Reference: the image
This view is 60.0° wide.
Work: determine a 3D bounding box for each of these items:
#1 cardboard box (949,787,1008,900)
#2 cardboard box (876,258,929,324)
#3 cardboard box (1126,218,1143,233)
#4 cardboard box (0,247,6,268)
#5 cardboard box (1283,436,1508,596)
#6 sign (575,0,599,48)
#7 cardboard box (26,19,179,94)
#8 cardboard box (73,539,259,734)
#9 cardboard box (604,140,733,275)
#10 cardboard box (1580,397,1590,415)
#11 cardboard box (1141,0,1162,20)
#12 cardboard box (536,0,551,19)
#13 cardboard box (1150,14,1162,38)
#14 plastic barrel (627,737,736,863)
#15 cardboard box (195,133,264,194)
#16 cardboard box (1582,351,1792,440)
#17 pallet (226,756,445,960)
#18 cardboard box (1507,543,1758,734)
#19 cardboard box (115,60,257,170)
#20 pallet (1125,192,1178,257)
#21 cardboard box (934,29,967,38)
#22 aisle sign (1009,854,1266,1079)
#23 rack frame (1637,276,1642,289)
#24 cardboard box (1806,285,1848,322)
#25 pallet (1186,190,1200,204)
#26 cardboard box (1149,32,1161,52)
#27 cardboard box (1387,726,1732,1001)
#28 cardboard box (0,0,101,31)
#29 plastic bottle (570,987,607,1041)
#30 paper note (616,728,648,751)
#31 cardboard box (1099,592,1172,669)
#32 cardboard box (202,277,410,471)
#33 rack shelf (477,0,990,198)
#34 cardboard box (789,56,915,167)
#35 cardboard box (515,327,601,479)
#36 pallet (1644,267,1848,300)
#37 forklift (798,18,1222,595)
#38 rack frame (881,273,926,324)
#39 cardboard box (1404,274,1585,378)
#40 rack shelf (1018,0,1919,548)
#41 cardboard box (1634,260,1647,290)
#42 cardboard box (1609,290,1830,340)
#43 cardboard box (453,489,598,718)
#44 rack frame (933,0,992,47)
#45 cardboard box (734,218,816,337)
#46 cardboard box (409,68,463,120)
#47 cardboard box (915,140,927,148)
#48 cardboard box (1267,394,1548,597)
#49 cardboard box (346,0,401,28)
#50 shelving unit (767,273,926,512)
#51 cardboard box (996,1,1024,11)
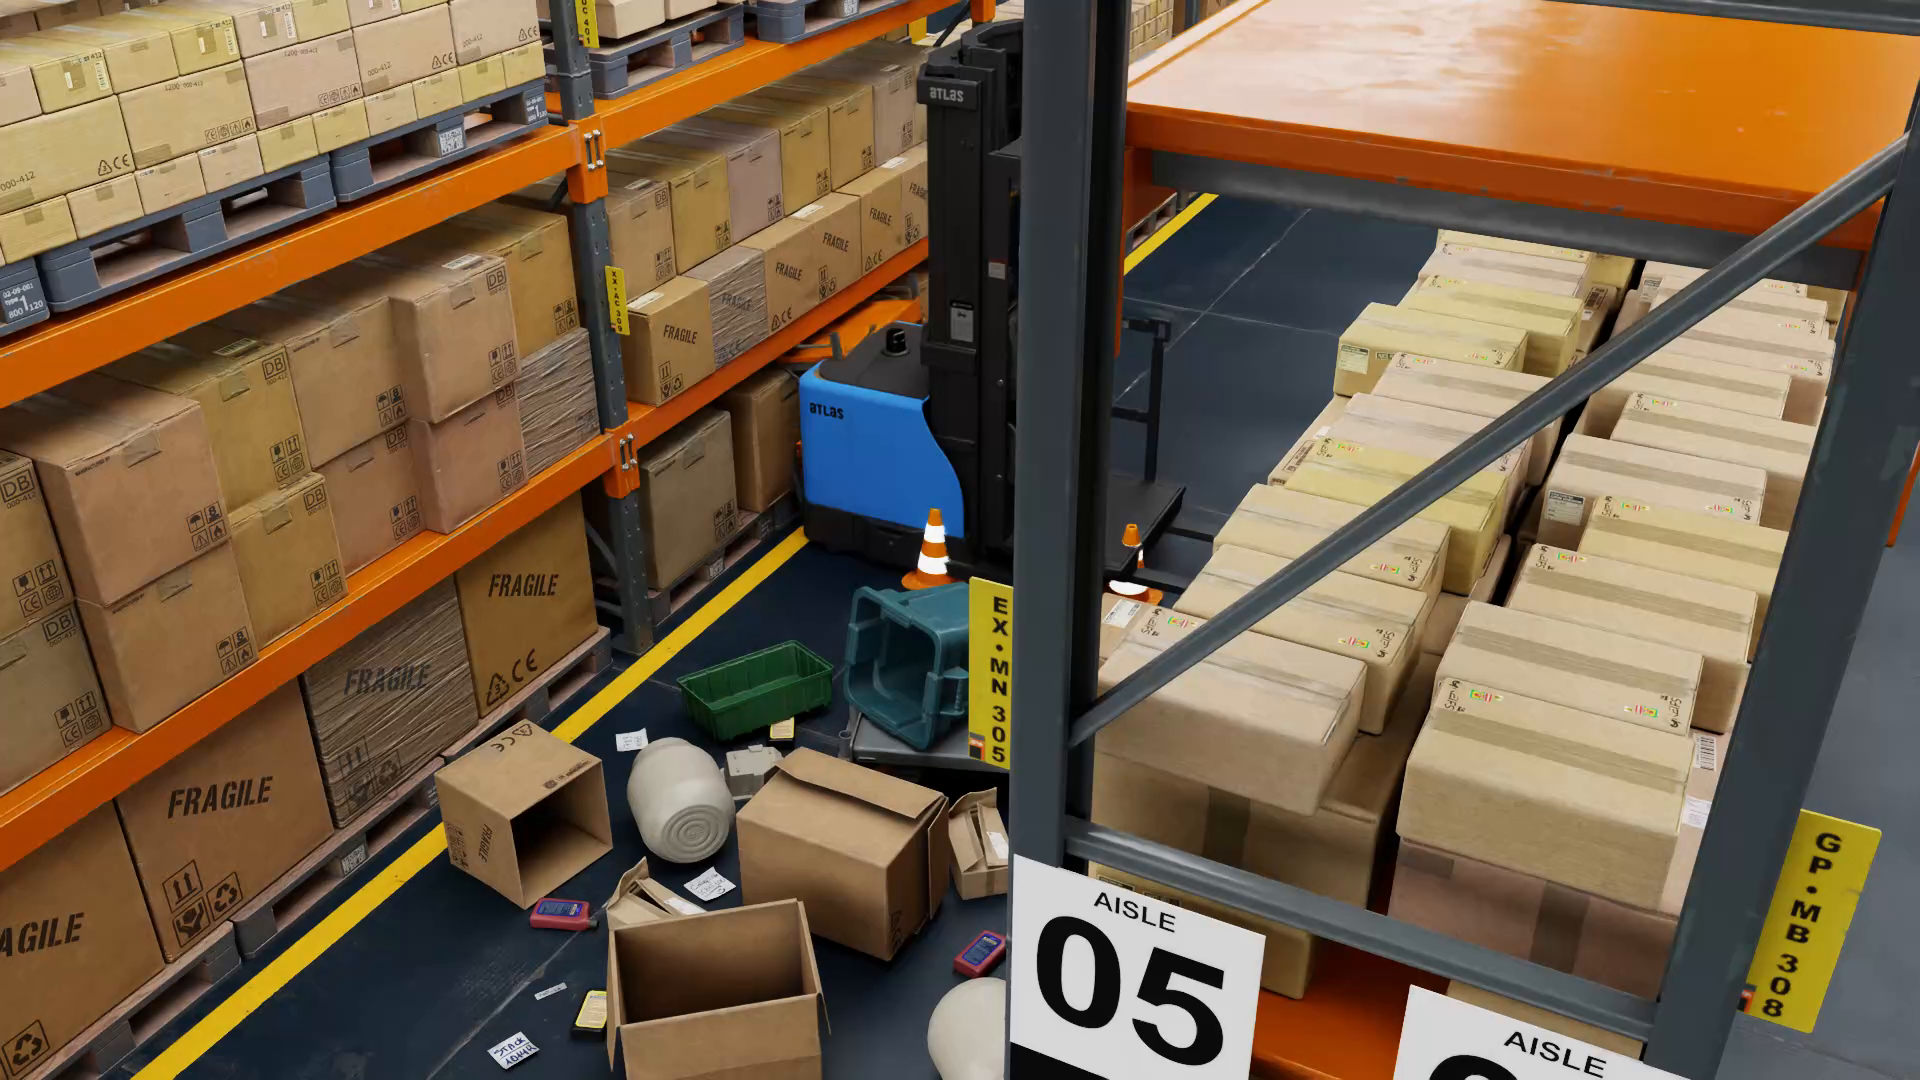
[{"bbox_3d":[0.084,1.312,7.199,0.258,0.266,0.396,-7,31,-11],"label":"cardboard box"},{"bbox_3d":[-0.622,-1.556,11.286,1.050,0.750,0.750,14,33,23],"label":"cardboard box"},{"bbox_3d":[1.211,-2.858,13.804,0.500,0.500,0.500,13,33,22],"label":"cardboard box"},{"bbox_3d":[-3.122,-0.886,4.999,0.380,0.149,0.250,15,33,24],"label":"cardboard box"},{"bbox_3d":[0.848,-0.053,3.270,0.380,0.149,0.250,15,33,24],"label":"cardboard box"},{"bbox_3d":[-1.592,-2.260,7.063,0.100,0.325,0.005,14,33,23],"label":"sign"},{"bbox_3d":[-2.777,-1.569,5.387,0.380,0.149,0.250,15,33,24],"label":"cardboard box"},{"bbox_3d":[-3.182,0.239,6.172,0.875,0.550,0.550,14,33,23],"label":"cardboard box"},{"bbox_3d":[-1.633,-1.753,8.686,0.700,0.500,0.500,14,33,22],"label":"cardboard box"},{"bbox_3d":[1.673,-0.517,4.878,0.380,0.149,0.250,15,33,25],"label":"cardboard box"},{"bbox_3d":[1.427,-4.362,13.568,0.380,0.149,0.250,13,32,22],"label":"cardboard box"},{"bbox_3d":[-1.907,-2.637,7.946,0.500,0.250,0.500,15,33,24],"label":"cardboard box"},{"bbox_3d":[1.434,-4.237,13.647,0.380,0.149,0.250,15,33,24],"label":"cardboard box"},{"bbox_3d":[-1.238,1.142,7.336,0.421,0.421,0.512,-12,32,-20],"label":"plastic barrel"},{"bbox_3d":[-2.662,-1.333,5.777,0.380,0.149,0.250,14,33,23],"label":"cardboard box"},{"bbox_3d":[1.609,-0.291,3.684,0.380,0.149,0.250,15,33,24],"label":"cardboard box"},{"bbox_3d":[-3.057,1.245,7.370,1.003,0.211,1.213,14,33,23],"label":"pallet"},{"bbox_3d":[1.157,0.164,2.892,0.380,0.149,0.250,14,33,23],"label":"cardboard box"},{"bbox_3d":[-2.771,-1.470,5.616,0.500,0.250,0.500,14,33,23],"label":"cardboard box"},{"bbox_3d":[1.205,-2.818,14.445,1.003,0.211,1.213,14,33,23],"label":"pallet"},{"bbox_3d":[0.020,-3.704,12.420,0.380,0.149,0.250,14,33,23],"label":"cardboard box"},{"bbox_3d":[0.258,0.859,2.631,0.394,0.787,0.004,14,33,23],"label":"aisle sign"},{"bbox_3d":[2.366,0.252,6.299,1.000,3.000,0.127,14,33,23],"label":"rack frame"},{"bbox_3d":[2.166,-0.723,4.437,0.380,0.149,0.250,15,33,25],"label":"cardboard box"},{"bbox_3d":[1.832,-3.469,15.579,1.003,0.211,1.213,14,33,23],"label":"pallet"},{"bbox_3d":[1.436,-4.110,13.725,0.380,0.149,0.250,15,33,24],"label":"cardboard box"},{"bbox_3d":[1.010,0.498,2.710,0.500,0.250,0.500,14,33,22],"label":"cardboard box"},{"bbox_3d":[-3.248,-1.831,5.843,0.380,0.149,0.250,14,33,23],"label":"cardboard box"},{"bbox_3d":[-1.416,1.830,6.501,0.133,0.061,0.283,4,30,6],"label":"plastic bottle"},{"bbox_3d":[-1.587,0.965,8.039,0.147,0.020,0.142,-7,31,-11],"label":"paper note"},{"bbox_3d":[0.768,0.617,7.413,0.500,0.500,0.500,14,33,23],"label":"cardboard box"},{"bbox_3d":[-2.800,-0.725,6.766,0.875,0.550,0.550,14,33,23],"label":"cardboard box"},{"bbox_3d":[-1.175,-2.702,9.153,1.077,0.370,4.000,14,33,23],"label":"rack shelf"},{"bbox_3d":[-0.707,-2.655,10.257,0.700,0.500,0.500,14,33,23],"label":"cardboard box"},{"bbox_3d":[-2.244,-0.725,7.850,0.875,0.550,0.550,14,33,23],"label":"cardboard box"},{"bbox_3d":[2.742,-1.217,6.033,1.213,0.211,1.003,14,33,23],"label":"pallet"},{"bbox_3d":[0.647,-1.141,8.794,3.031,2.935,1.130,13,32,22],"label":"forklift"},{"bbox_3d":[-0.397,-1.111,10.393,0.500,1.125,0.032,2,27,26],"label":"rack frame"},{"bbox_3d":[1.298,-0.512,4.069,0.380,0.149,0.250,15,33,24],"label":"cardboard box"},{"bbox_3d":[1.455,-1.150,3.441,1.077,0.370,4.000,14,33,23],"label":"rack shelf"},{"bbox_3d":[1.922,-0.980,5.284,0.500,0.250,0.500,14,33,22],"label":"cardboard box"},{"bbox_3d":[1.930,-0.409,4.290,0.500,0.250,0.500,14,33,22],"label":"cardboard box"},{"bbox_3d":[-2.435,0.176,8.143,0.875,0.875,0.875,15,33,24],"label":"cardboard box"},{"bbox_3d":[-0.264,-2.599,11.265,1.000,3.000,0.127,14,33,23],"label":"rack frame"},{"bbox_3d":[-1.148,-1.487,9.226,0.500,0.500,0.500,14,33,23],"label":"cardboard box"},{"bbox_3d":[-2.199,-1.783,6.560,0.380,0.149,0.250,15,33,24],"label":"cardboard box"},{"bbox_3d":[-0.230,-2.382,10.786,0.500,0.500,0.500,14,33,23],"label":"cardboard box"},{"bbox_3d":[1.000,-0.081,3.719,0.500,0.250,0.500,15,33,25],"label":"cardboard box"},{"bbox_3d":[-2.313,-2.021,6.174,0.380,0.149,0.250,15,33,24],"label":"cardboard box"},{"bbox_3d":[-0.604,-0.884,9.988,0.538,1.125,1.048,2,27,26],"label":"shelving unit"},{"bbox_3d":[0.496,-4.172,13.236,0.380,0.149,0.250,14,33,23],"label":"cardboard box"}]
